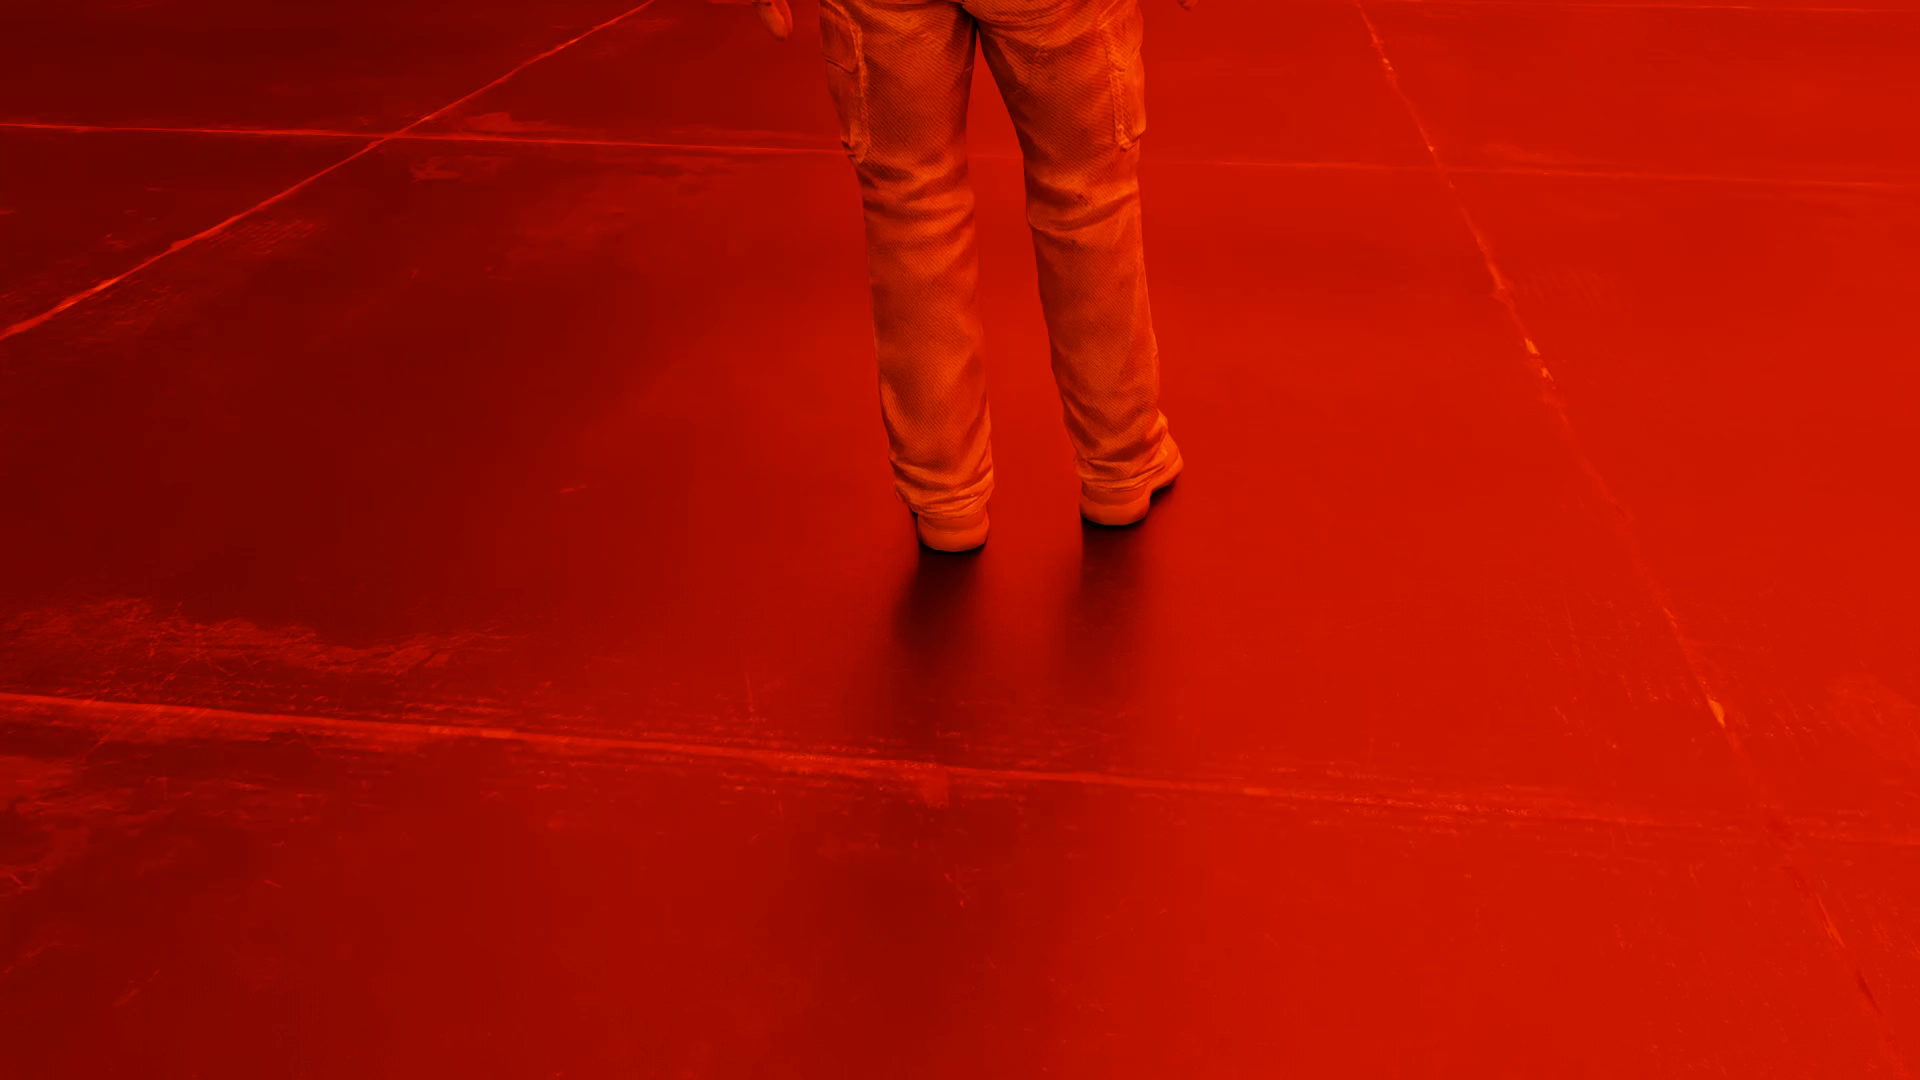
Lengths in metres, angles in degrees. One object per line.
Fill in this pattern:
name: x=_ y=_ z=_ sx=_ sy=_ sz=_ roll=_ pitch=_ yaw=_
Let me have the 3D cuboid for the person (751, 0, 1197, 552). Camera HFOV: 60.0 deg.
person: x=0.019 y=-0.836 z=2.161 sx=0.656 sy=1.782 sz=0.577 roll=3 pitch=27 yaw=7
